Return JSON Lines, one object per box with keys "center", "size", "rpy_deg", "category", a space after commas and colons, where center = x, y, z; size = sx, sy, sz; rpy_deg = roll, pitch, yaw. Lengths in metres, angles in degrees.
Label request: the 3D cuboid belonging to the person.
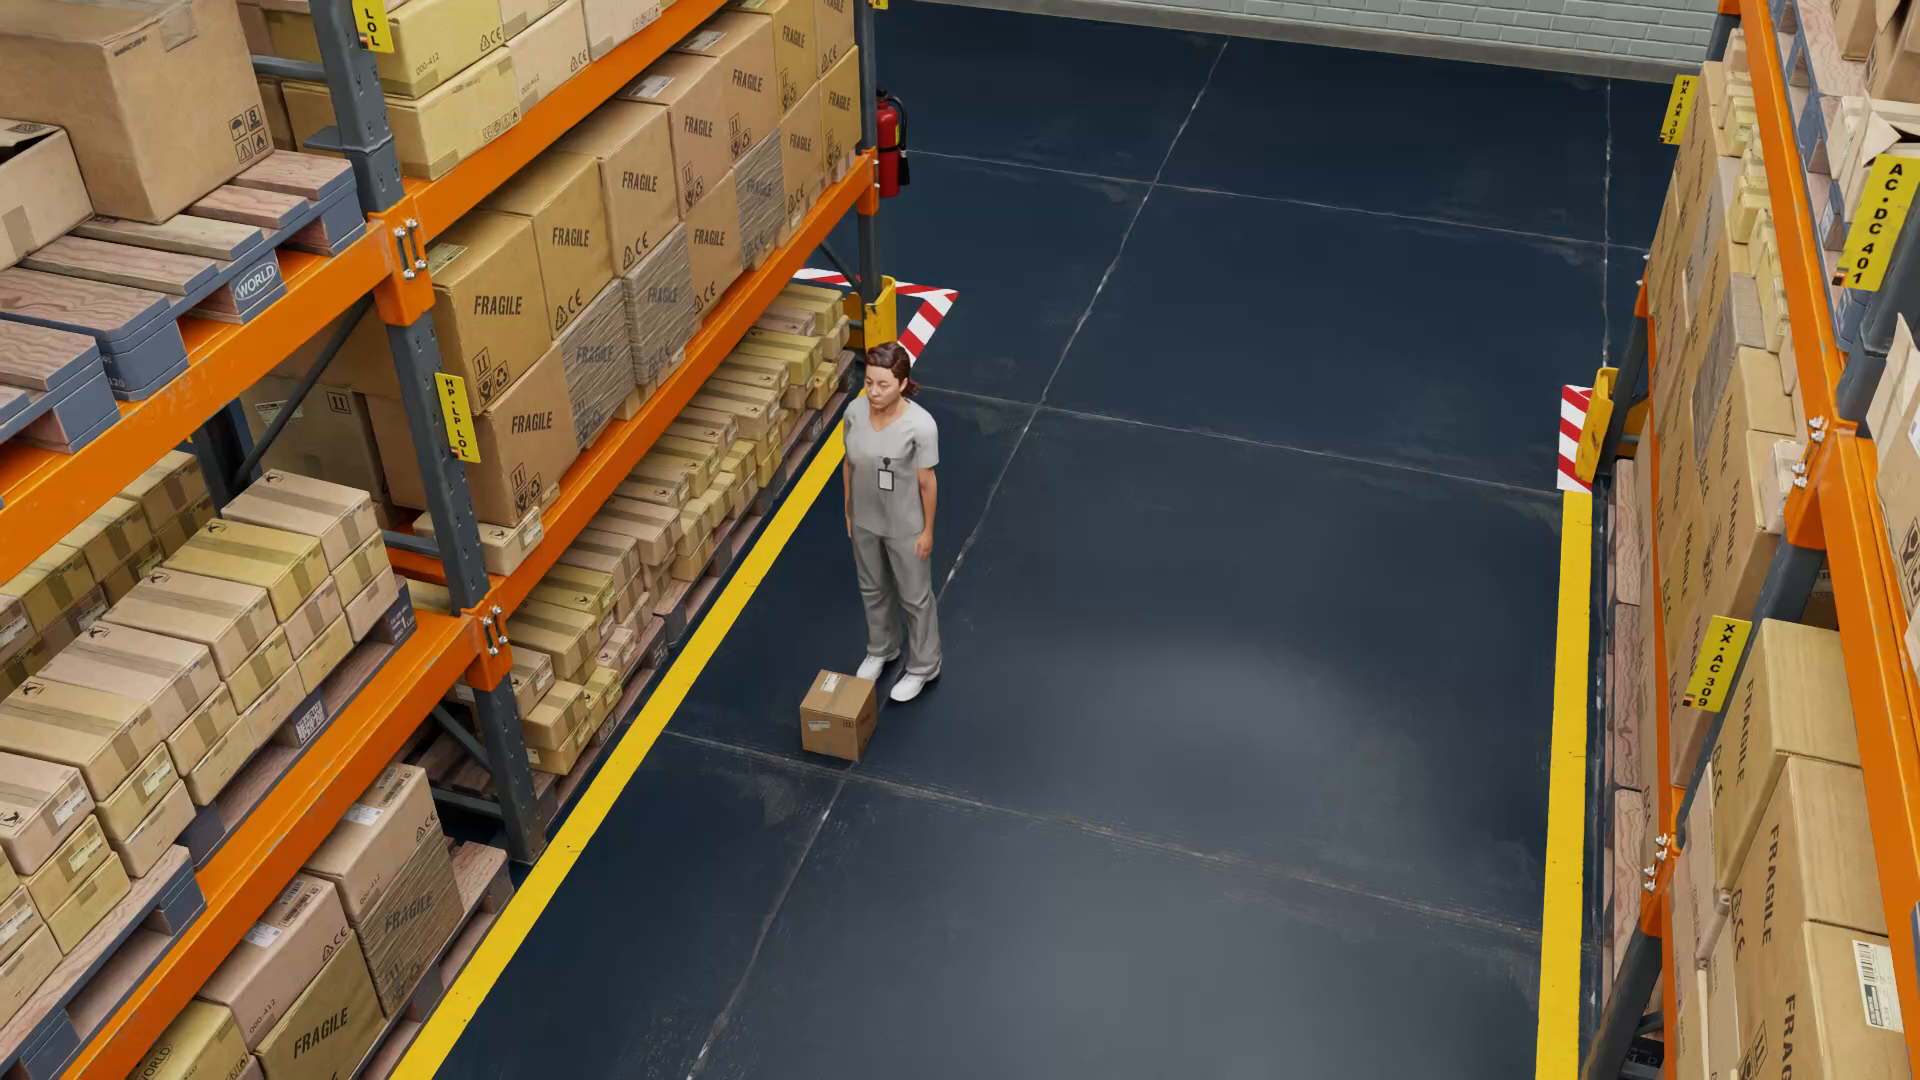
{"center": [-0.300, -0.075, 6.990], "size": [0.438, 1.671, 0.385], "rpy_deg": [17, 40, 21], "category": "person"}
